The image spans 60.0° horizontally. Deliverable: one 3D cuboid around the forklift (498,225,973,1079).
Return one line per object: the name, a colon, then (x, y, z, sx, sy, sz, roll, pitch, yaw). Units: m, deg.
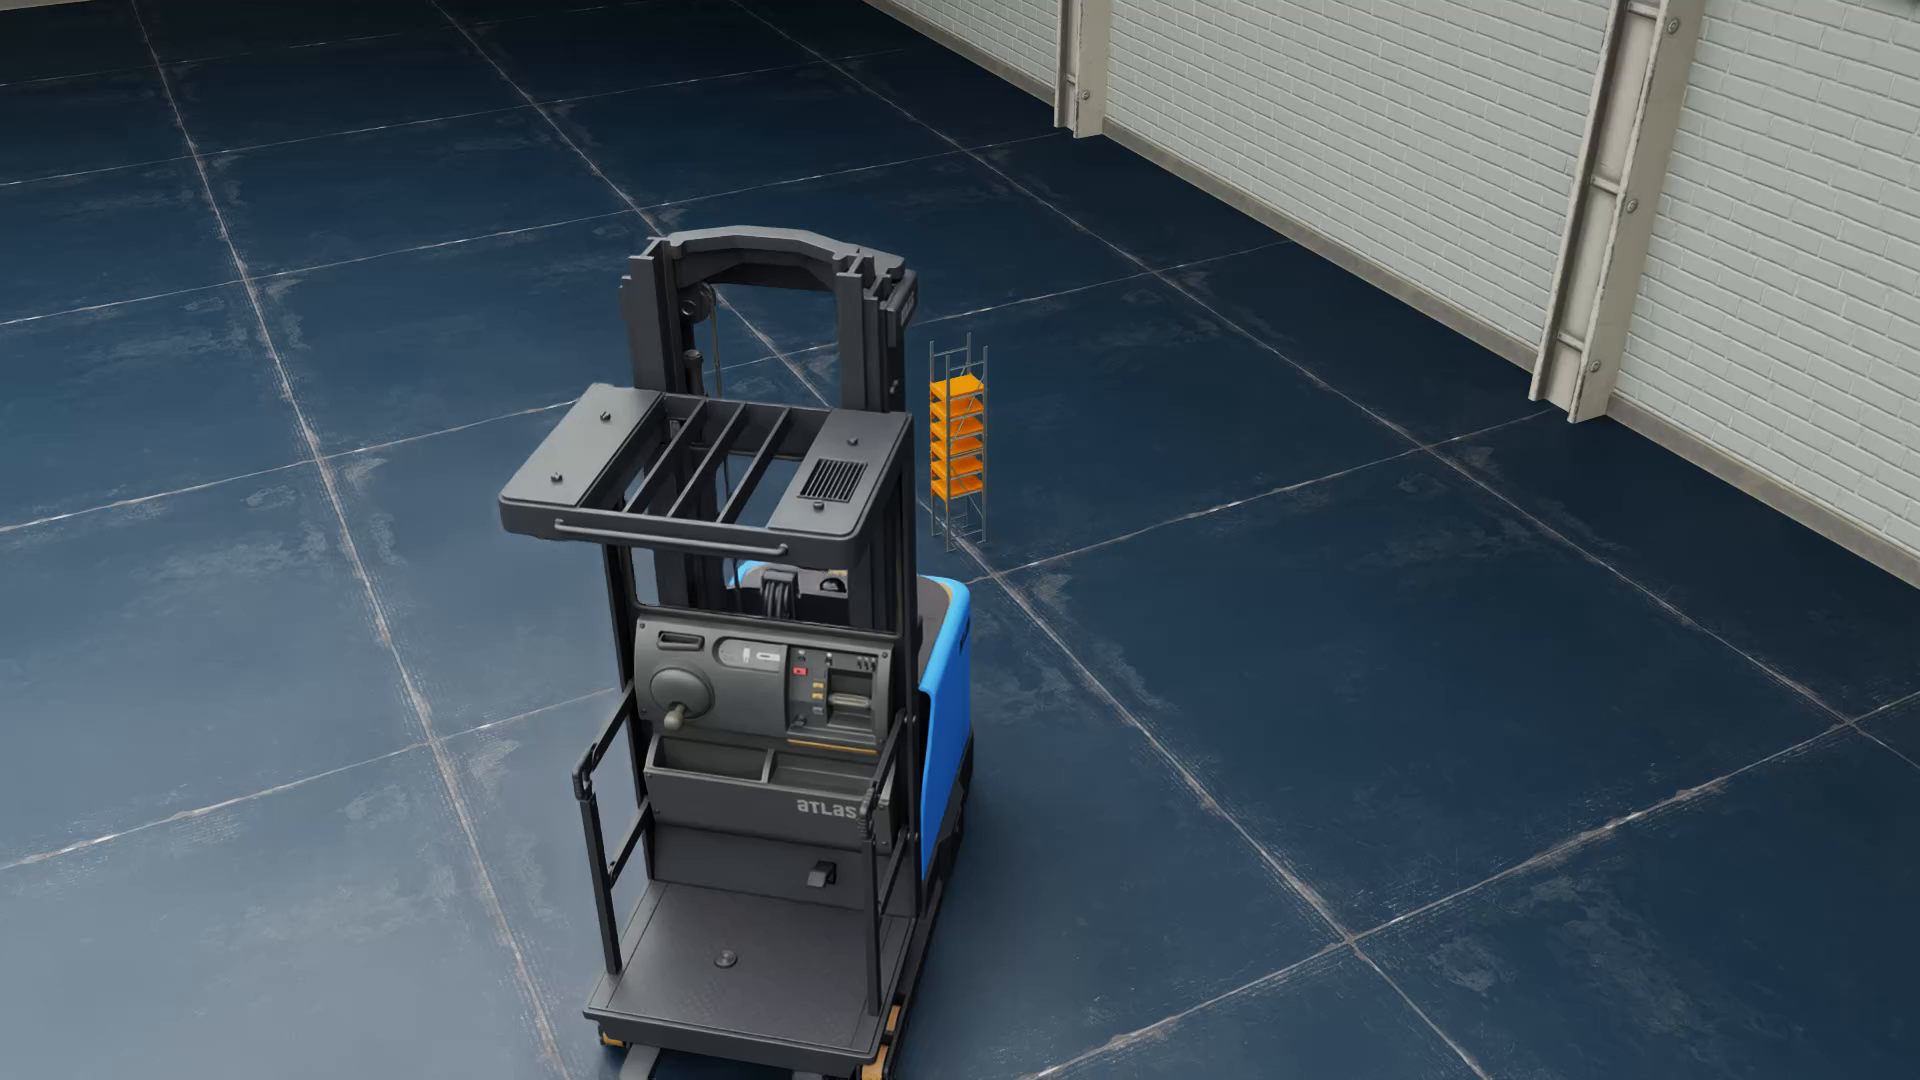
forklift: (-0.737, 0.564, 5.671, 1.130, 2.935, 3.031, 6, 33, 10)

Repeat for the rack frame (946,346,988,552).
rack frame: (0.036, -0.468, 8.888, 0.240, 1.200, 0.006, -16, 36, -23)

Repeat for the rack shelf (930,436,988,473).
rack shelf: (-0.007, -0.475, 8.980, 0.258, 0.103, 0.180, -16, 36, -23)

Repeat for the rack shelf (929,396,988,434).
rack shelf: (-0.007, -0.677, 8.850, 0.258, 0.103, 0.180, -16, 36, -23)

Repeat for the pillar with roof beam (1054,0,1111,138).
pillar with roof beam: (-2.726, -6.430, 10.963, 9.100, 9.000, 0.400, -16, 36, -23)

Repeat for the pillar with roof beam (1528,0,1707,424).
pillar with roof beam: (0.071, -3.566, 6.494, 9.100, 9.000, 0.400, -16, 36, -23)

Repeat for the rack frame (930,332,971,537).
rack frame: (-0.049, -0.556, 9.024, 0.240, 1.200, 0.006, -16, 36, -23)

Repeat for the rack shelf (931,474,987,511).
rack shelf: (-0.007, -0.273, 9.109, 0.258, 0.103, 0.180, -16, 36, -23)

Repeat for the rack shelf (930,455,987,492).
rack shelf: (-0.007, -0.374, 9.044, 0.258, 0.103, 0.180, -16, 36, -23)

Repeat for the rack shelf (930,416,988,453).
rack shelf: (-0.007, -0.576, 8.915, 0.258, 0.103, 0.180, -16, 36, -23)

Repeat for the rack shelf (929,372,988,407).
rack shelf: (-0.007, -0.778, 8.786, 0.258, 0.103, 0.180, -16, 36, -23)

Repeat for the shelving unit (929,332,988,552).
shelving unit: (-0.007, -0.512, 8.956, 0.258, 1.200, 0.189, -16, 36, -23)
